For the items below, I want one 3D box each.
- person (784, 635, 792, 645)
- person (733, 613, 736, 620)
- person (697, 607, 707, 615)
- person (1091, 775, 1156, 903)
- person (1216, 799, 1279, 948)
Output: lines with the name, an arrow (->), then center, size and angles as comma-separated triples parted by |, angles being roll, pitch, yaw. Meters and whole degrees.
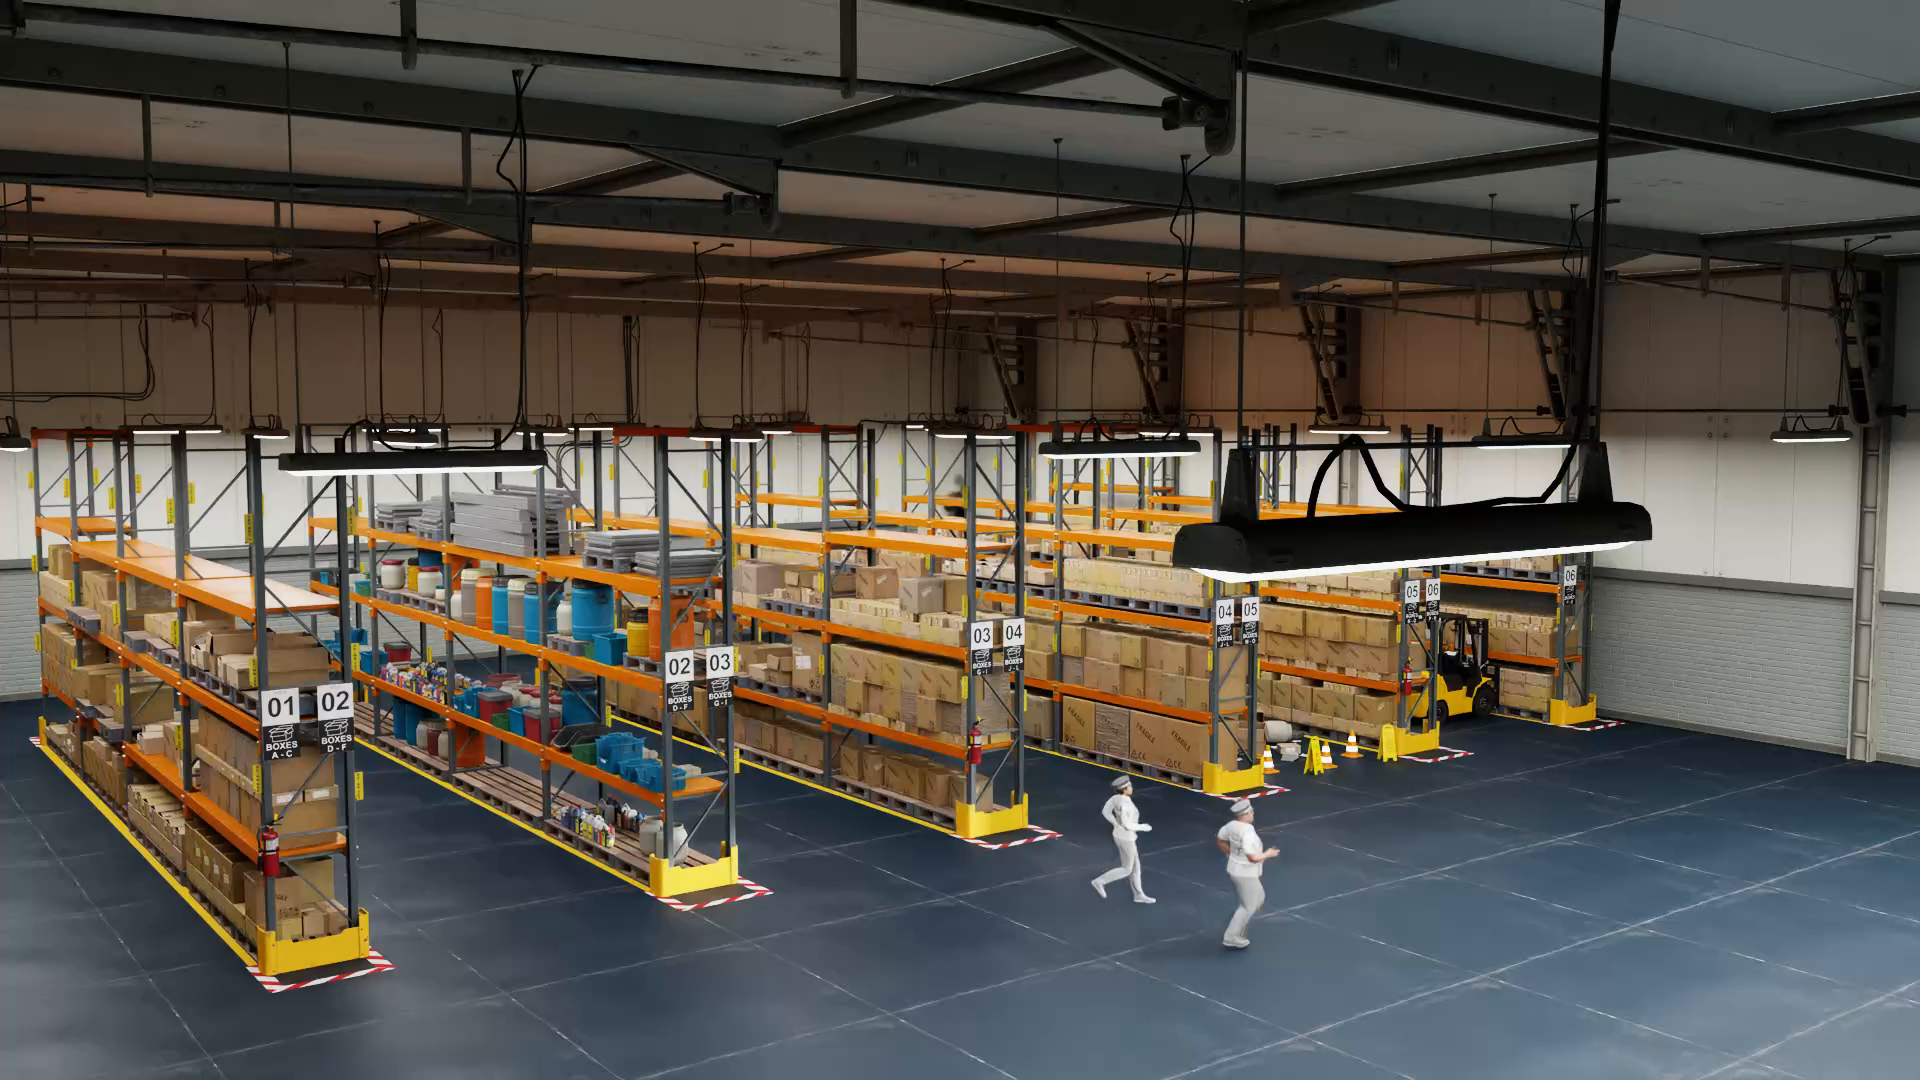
person -> -4.171, 2.269, 41.635 | 0.520, 1.622, 0.672 | 3, 5, 31
person -> -5.706, 2.284, 41.341 | 0.837, 1.634, 0.610 | -4, 6, -40
person -> -6.162, 2.360, 39.758 | 0.663, 1.728, 0.794 | -1, 5, -10
person -> 2.075, 3.828, 21.198 | 0.870, 1.669, 0.616 | -1, 5, -10
person -> 3.401, 3.923, 19.549 | 0.660, 1.796, 0.644 | -1, 5, -10
